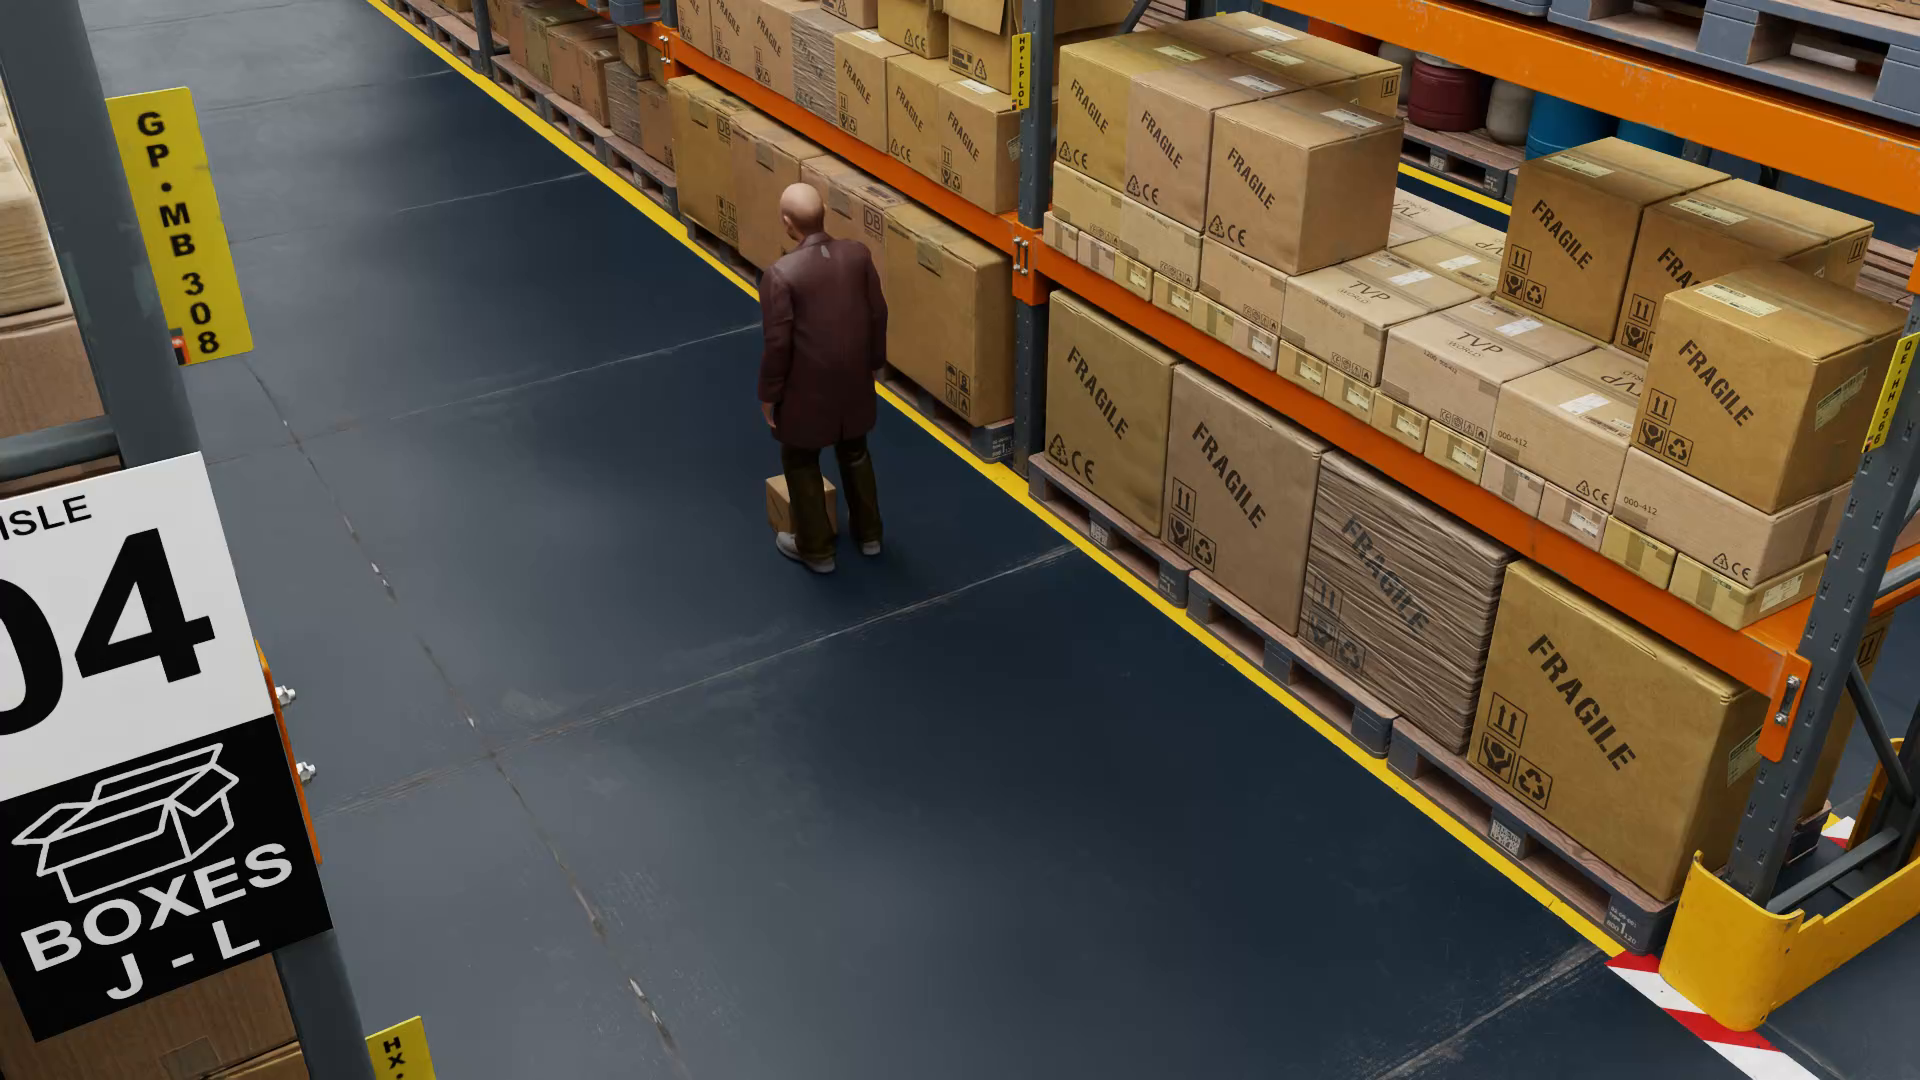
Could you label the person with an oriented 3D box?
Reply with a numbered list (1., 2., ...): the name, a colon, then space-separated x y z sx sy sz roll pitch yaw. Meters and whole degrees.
1. person: -0.603 -0.691 7.251 0.640 1.772 0.428 -21 38 -29
